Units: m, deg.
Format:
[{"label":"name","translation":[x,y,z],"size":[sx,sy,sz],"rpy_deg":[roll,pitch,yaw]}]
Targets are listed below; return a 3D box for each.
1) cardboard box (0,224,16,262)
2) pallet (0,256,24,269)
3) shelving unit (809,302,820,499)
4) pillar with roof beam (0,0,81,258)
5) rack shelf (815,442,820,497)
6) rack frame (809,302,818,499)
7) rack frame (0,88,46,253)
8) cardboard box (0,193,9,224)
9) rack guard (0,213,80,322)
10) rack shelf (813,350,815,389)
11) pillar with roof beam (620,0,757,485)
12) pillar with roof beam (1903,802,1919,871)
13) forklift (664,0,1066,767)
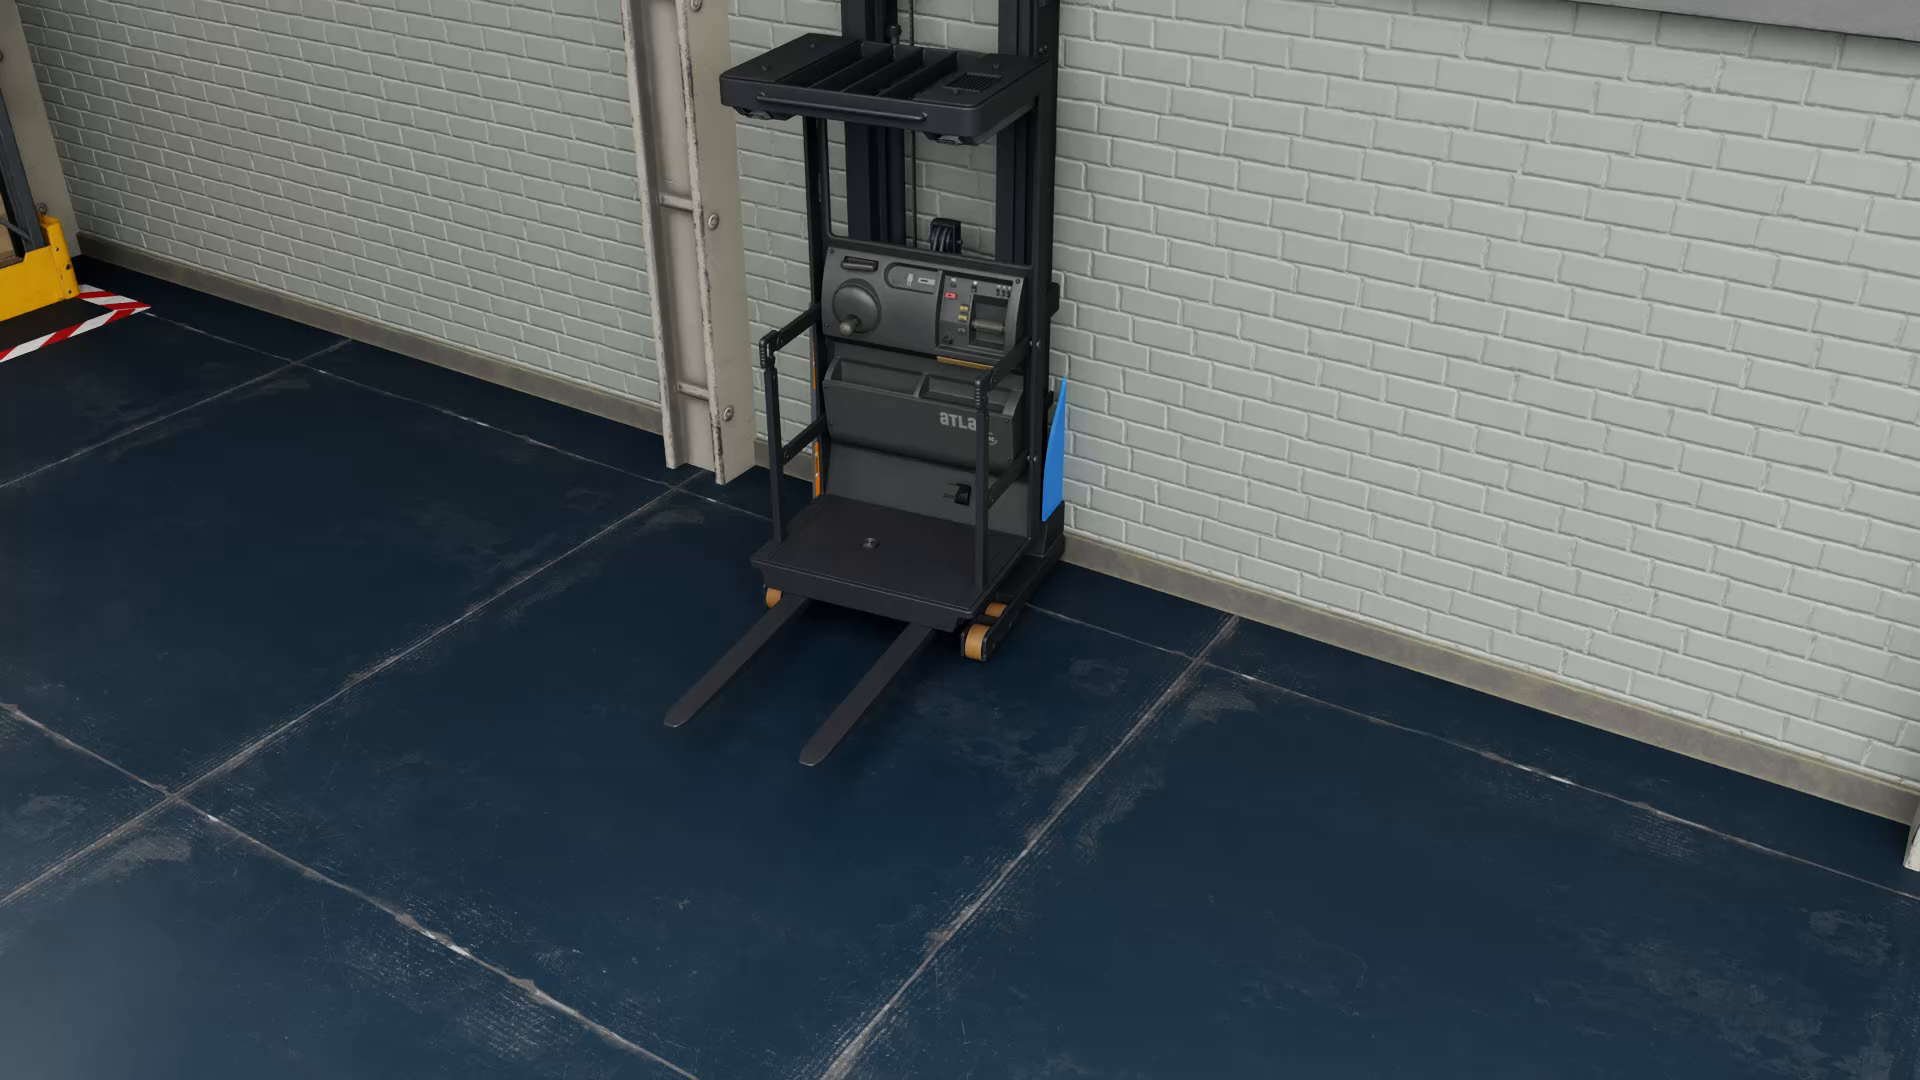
[{"label":"cardboard box","translation":[-6.614,-1.949,10.926],"size":[0.500,0.250,0.500],"rpy_deg":[18,35,28]},{"label":"pallet","translation":[-6.972,-1.723,10.994],"size":[1.213,0.211,1.003],"rpy_deg":[18,35,27]},{"label":"shelving unit","translation":[-0.135,-0.576,7.987],"size":[1.048,1.125,0.538],"rpy_deg":[7,16,23]},{"label":"pillar with roof beam","translation":[-8.701,-4.065,6.288],"size":[0.400,9.000,9.100],"rpy_deg":[18,35,27]},{"label":"rack shelf","translation":[-0.135,-0.340,8.050],"size":[1.000,0.278,0.538],"rpy_deg":[7,16,23]},{"label":"rack frame","translation":[-0.598,-0.631,8.188],"size":[0.032,1.125,0.500],"rpy_deg":[7,16,23]},{"label":"rack frame","translation":[-6.302,-2.740,9.970],"size":[0.127,3.000,1.000],"rpy_deg":[18,35,27]},{"label":"cardboard box","translation":[-6.590,-2.165,10.799],"size":[0.500,0.250,0.500],"rpy_deg":[18,35,28]},{"label":"rack guard","translation":[-6.282,-1.654,10.589],"size":[0.348,0.500,1.175],"rpy_deg":[18,35,27]},{"label":"rack shelf","translation":[-0.134,-0.859,7.911],"size":[1.000,0.278,0.538],"rpy_deg":[7,16,23]},{"label":"pillar with roof beam","translation":[-3.620,-2.458,3.533],"size":[0.400,9.000,9.100],"rpy_deg":[18,35,27]},{"label":"pillar with roof beam","translation":[1.462,-0.851,0.778],"size":[0.400,9.000,9.100],"rpy_deg":[18,35,27]},{"label":"forklift","translation":[-0.253,-0.978,7.018],"size":[1.130,2.935,3.031],"rpy_deg":[13,33,20]}]
